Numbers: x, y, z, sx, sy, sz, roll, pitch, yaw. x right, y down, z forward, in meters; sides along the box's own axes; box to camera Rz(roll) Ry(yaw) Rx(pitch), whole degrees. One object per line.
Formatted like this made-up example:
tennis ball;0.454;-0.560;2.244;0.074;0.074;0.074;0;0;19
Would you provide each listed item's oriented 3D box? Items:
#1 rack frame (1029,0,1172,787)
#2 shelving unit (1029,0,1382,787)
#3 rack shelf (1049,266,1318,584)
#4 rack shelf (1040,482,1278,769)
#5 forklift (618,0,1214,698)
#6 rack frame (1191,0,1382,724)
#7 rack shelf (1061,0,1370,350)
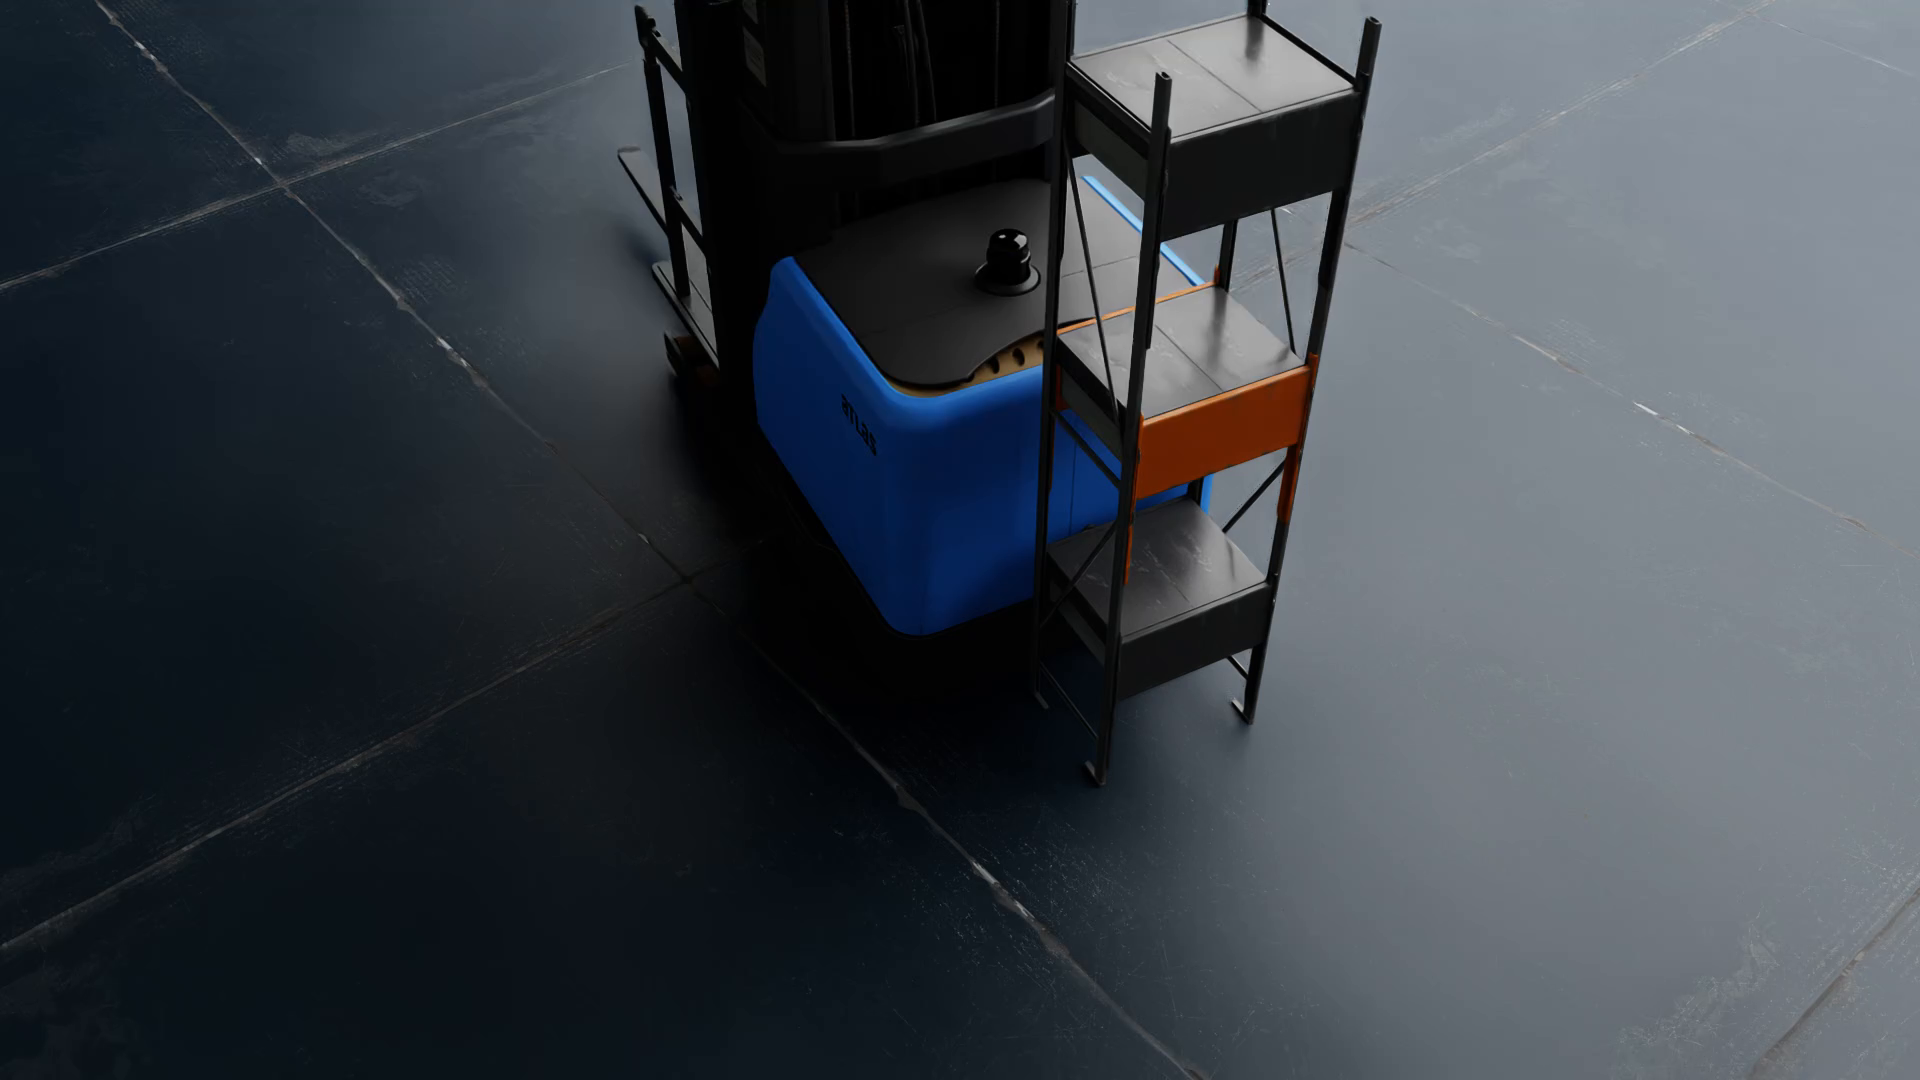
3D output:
rack frame;0.298;-0.215;3.945;0.015;2.100;0.400;-20;47;-20
shelving unit;0.514;-0.292;4.027;0.503;2.100;0.431;-20;47;-20
rack shelf;0.514;-0.282;4.036;0.480;0.518;0.431;-20;47;-20
rack shelf;0.514;0.229;4.515;0.480;0.518;0.431;-20;47;-20
forklift;-0.374;-1.633;4.848;1.130;2.935;3.031;-19;46;-19
rack frame;0.731;-0.369;4.109;0.015;2.100;0.400;-20;47;-20
rack shelf;0.514;-0.792;3.557;0.480;0.518;0.431;-20;47;-20
